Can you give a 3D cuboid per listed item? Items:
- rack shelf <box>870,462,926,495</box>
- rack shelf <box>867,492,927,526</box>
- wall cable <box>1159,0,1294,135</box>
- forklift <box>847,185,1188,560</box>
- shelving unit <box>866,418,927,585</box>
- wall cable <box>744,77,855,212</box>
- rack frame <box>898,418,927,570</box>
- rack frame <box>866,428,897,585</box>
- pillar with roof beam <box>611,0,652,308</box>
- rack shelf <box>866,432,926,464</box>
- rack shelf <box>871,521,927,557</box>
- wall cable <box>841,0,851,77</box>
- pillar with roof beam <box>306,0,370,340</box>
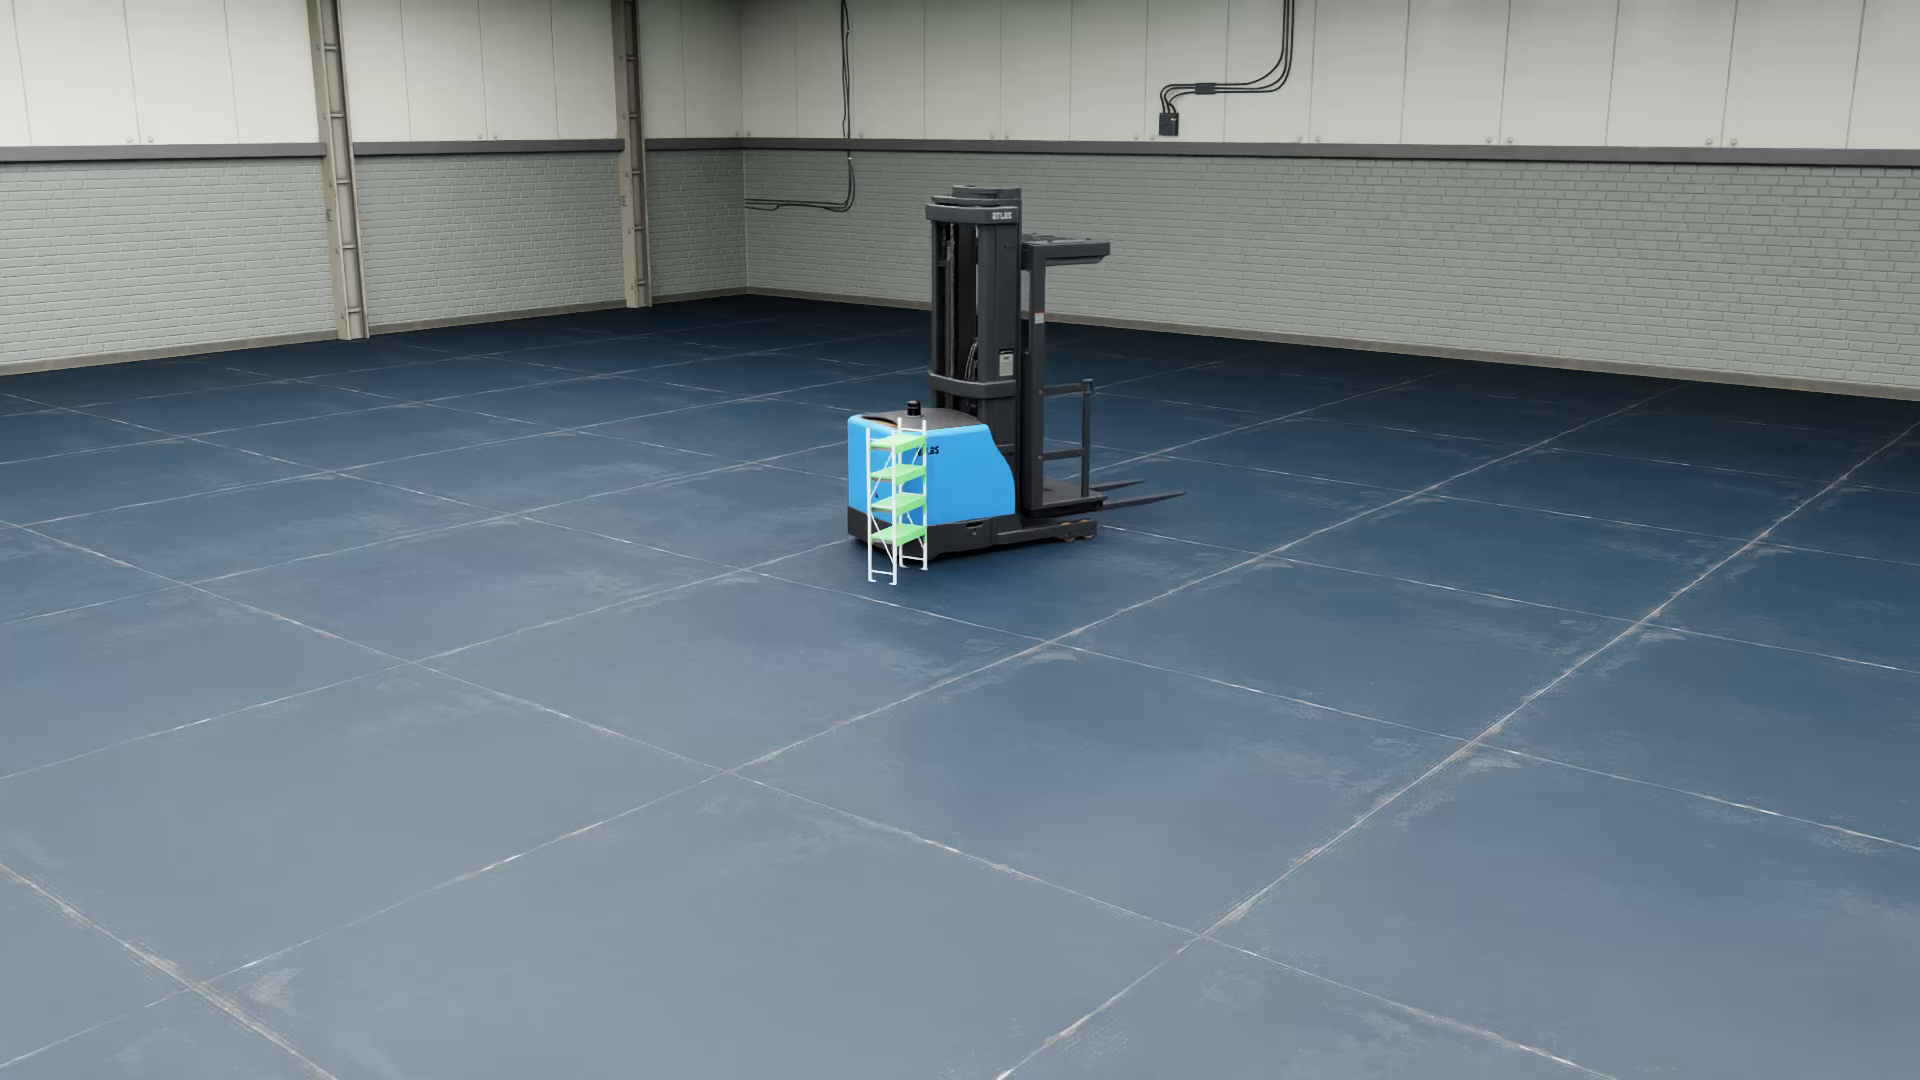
[{"bbox_3d":[-0.486,-0.476,12.842,0.258,0.148,0.480,7,16,26],"label":"rack shelf"},{"bbox_3d":[-0.486,-0.243,12.901,0.258,0.148,0.480,7,16,26],"label":"rack shelf"},{"bbox_3d":[4.156,-9.333,25.677,2.305,6.003,0.169,11,18,38],"label":"wall cable"},{"bbox_3d":[0.577,-1.506,14.096,3.031,2.935,1.130,-9,17,-30],"label":"forklift"},{"bbox_3d":[-0.486,-0.305,12.885,0.258,1.200,0.503,7,16,26],"label":"shelving unit"},{"bbox_3d":[-3.218,-7.652,32.273,3.097,2.526,0.112,11,18,38],"label":"wall cable"},{"bbox_3d":[-0.375,-0.358,13.095,0.240,1.200,0.015,7,16,26],"label":"rack frame"},{"bbox_3d":[-0.598,-0.251,12.675,0.240,1.200,0.015,7,16,26],"label":"rack frame"},{"bbox_3d":[-2.749,-8.131,27.853,9.100,9.000,0.400,11,18,38],"label":"pillar with roof beam"},{"bbox_3d":[-0.487,-0.708,12.783,0.258,0.148,0.480,7,16,26],"label":"rack shelf"},{"bbox_3d":[-0.486,-0.010,12.960,0.258,0.148,0.480,7,16,26],"label":"rack shelf"},{"bbox_3d":[-1.113,-9.681,30.003,3.097,2.526,0.112,11,18,38],"label":"wall cable"},{"bbox_3d":[-6.520,-6.982,23.330,9.100,9.000,0.400,11,18,38],"label":"pillar with roof beam"}]
